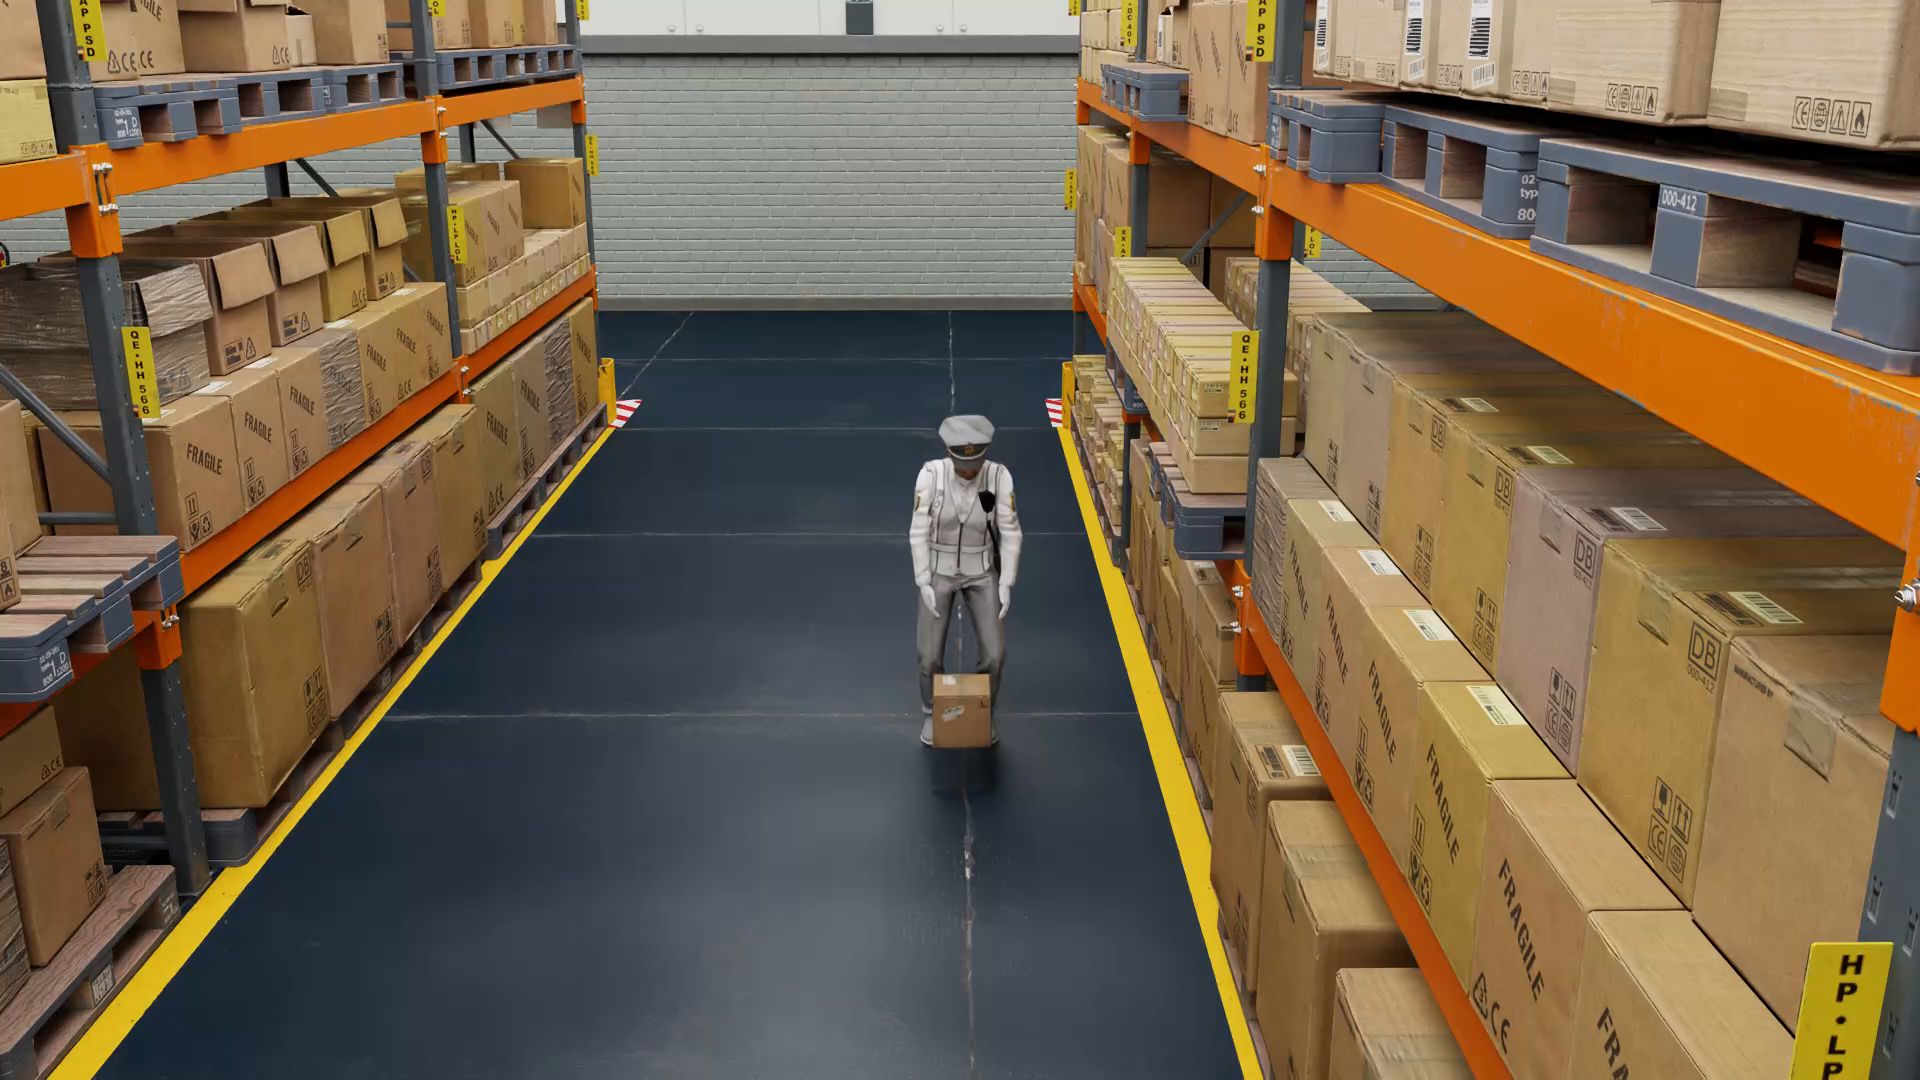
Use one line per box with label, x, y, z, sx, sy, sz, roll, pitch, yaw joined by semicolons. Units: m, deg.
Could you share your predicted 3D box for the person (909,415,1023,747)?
person;0.027;0.188;7.610;0.516;1.576;0.526;0;17;0
